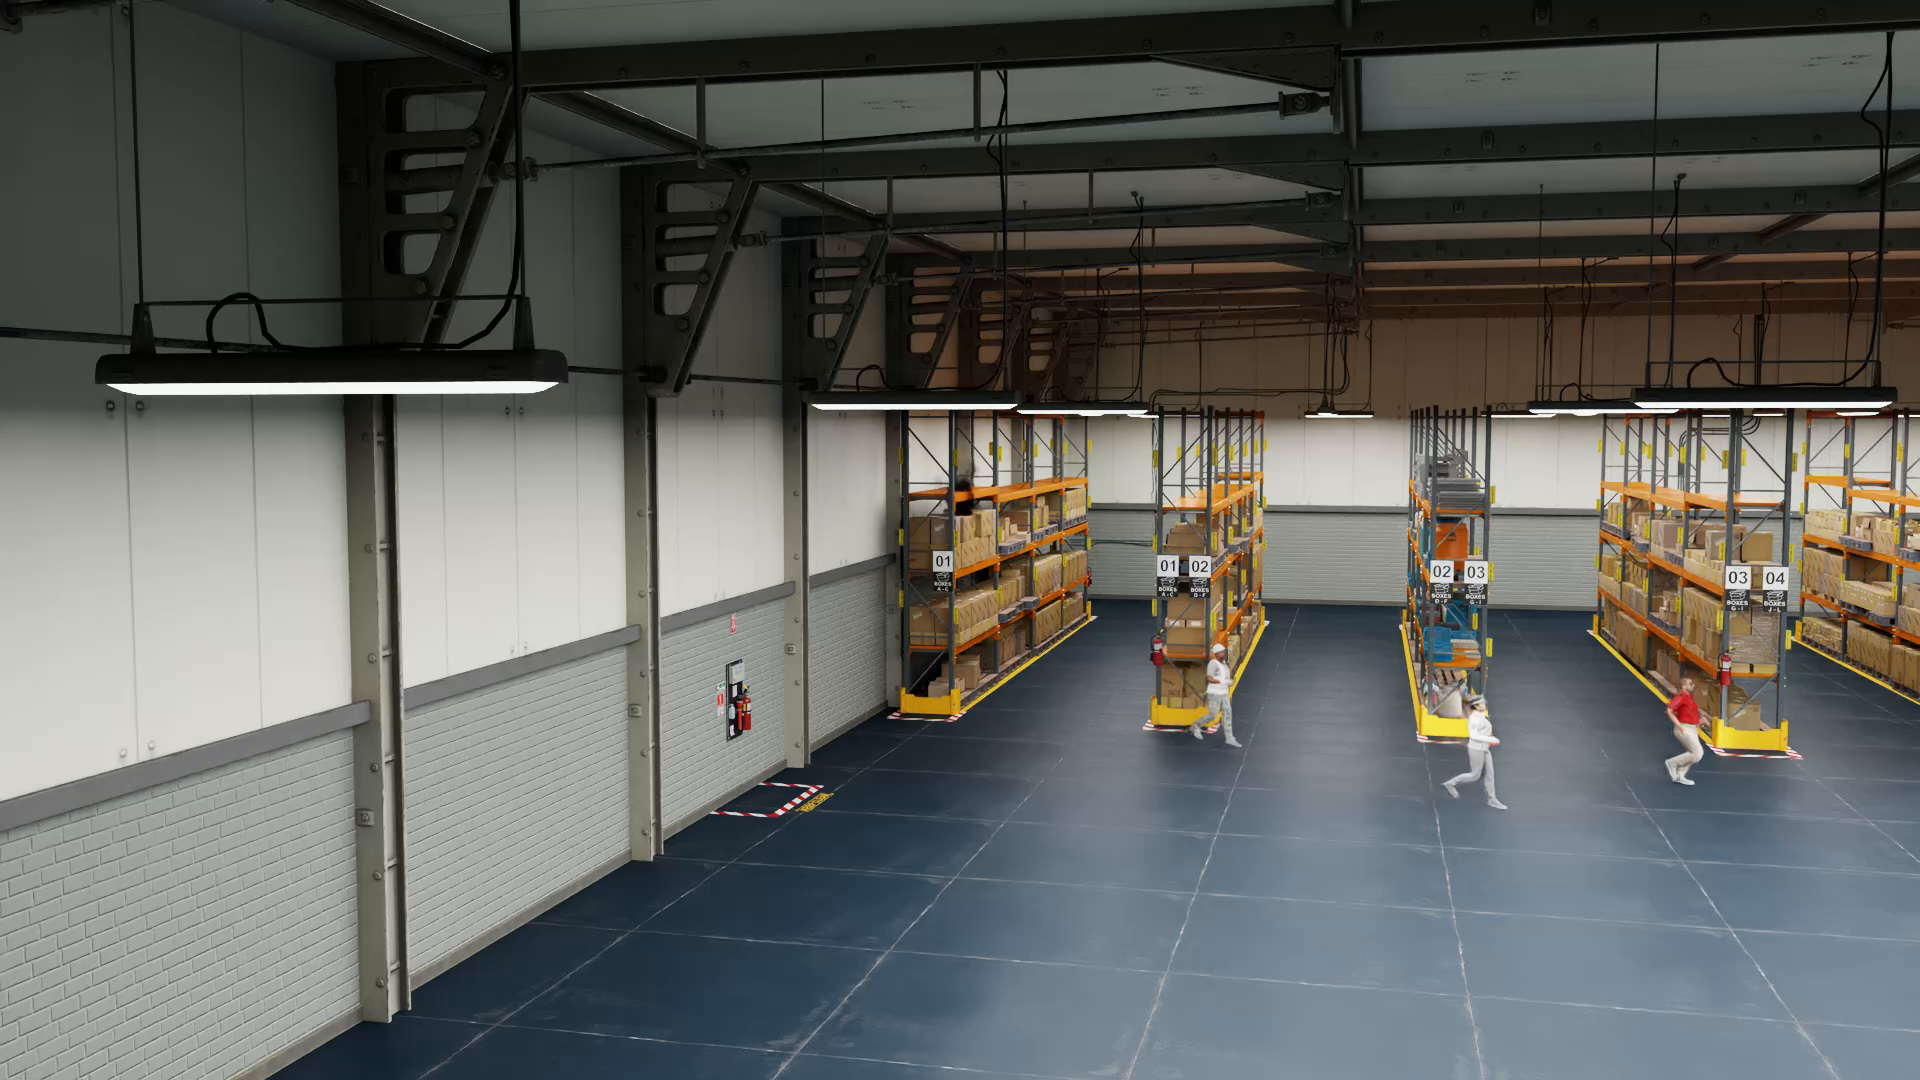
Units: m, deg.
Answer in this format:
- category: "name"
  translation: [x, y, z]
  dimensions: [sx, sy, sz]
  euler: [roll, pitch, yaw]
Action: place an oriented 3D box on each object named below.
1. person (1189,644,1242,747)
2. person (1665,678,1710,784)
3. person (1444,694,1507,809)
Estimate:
- category: "person"
  translation: [4.528, 2.724, 29.295]
  dimensions: [0.974, 1.799, 0.689]
  euler: [3, 5, 35]
- category: "person"
  translation: [11.457, 3.008, 26.120]
  dimensions: [0.566, 1.682, 0.658]
  euler: [3, 5, 38]
- category: "person"
  translation: [7.648, 3.109, 24.598]
  dimensions: [0.901, 1.692, 0.616]
  euler: [2, 5, 31]
